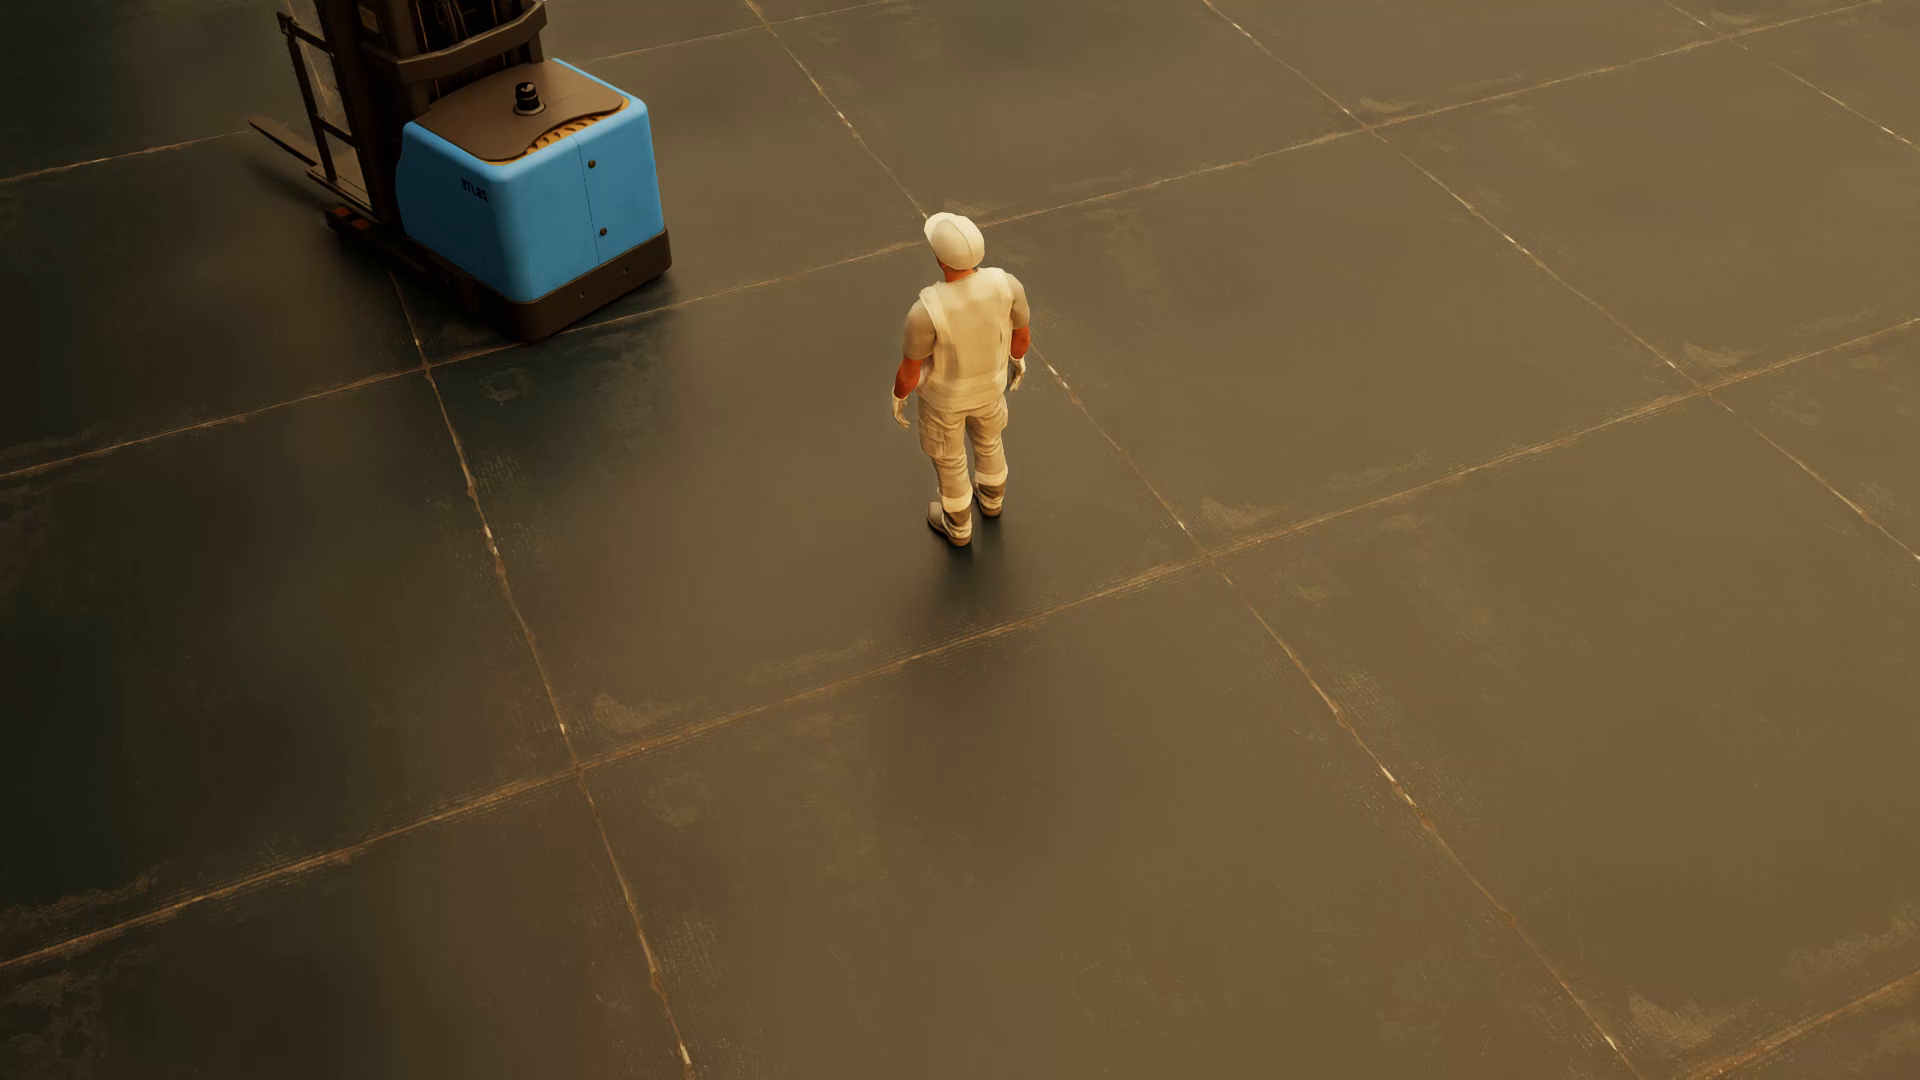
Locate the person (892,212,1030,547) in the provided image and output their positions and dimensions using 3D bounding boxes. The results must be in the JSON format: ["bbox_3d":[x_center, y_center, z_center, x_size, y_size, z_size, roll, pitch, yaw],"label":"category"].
[{"bbox_3d":[-0.024,-0.712,7.270,0.638,1.789,0.562,-18,46,-18],"label":"person"}]

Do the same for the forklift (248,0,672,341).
[{"bbox_3d":[-3.063,-3.004,8.899,3.031,2.935,1.130,31,51,29],"label":"forklift"}]
